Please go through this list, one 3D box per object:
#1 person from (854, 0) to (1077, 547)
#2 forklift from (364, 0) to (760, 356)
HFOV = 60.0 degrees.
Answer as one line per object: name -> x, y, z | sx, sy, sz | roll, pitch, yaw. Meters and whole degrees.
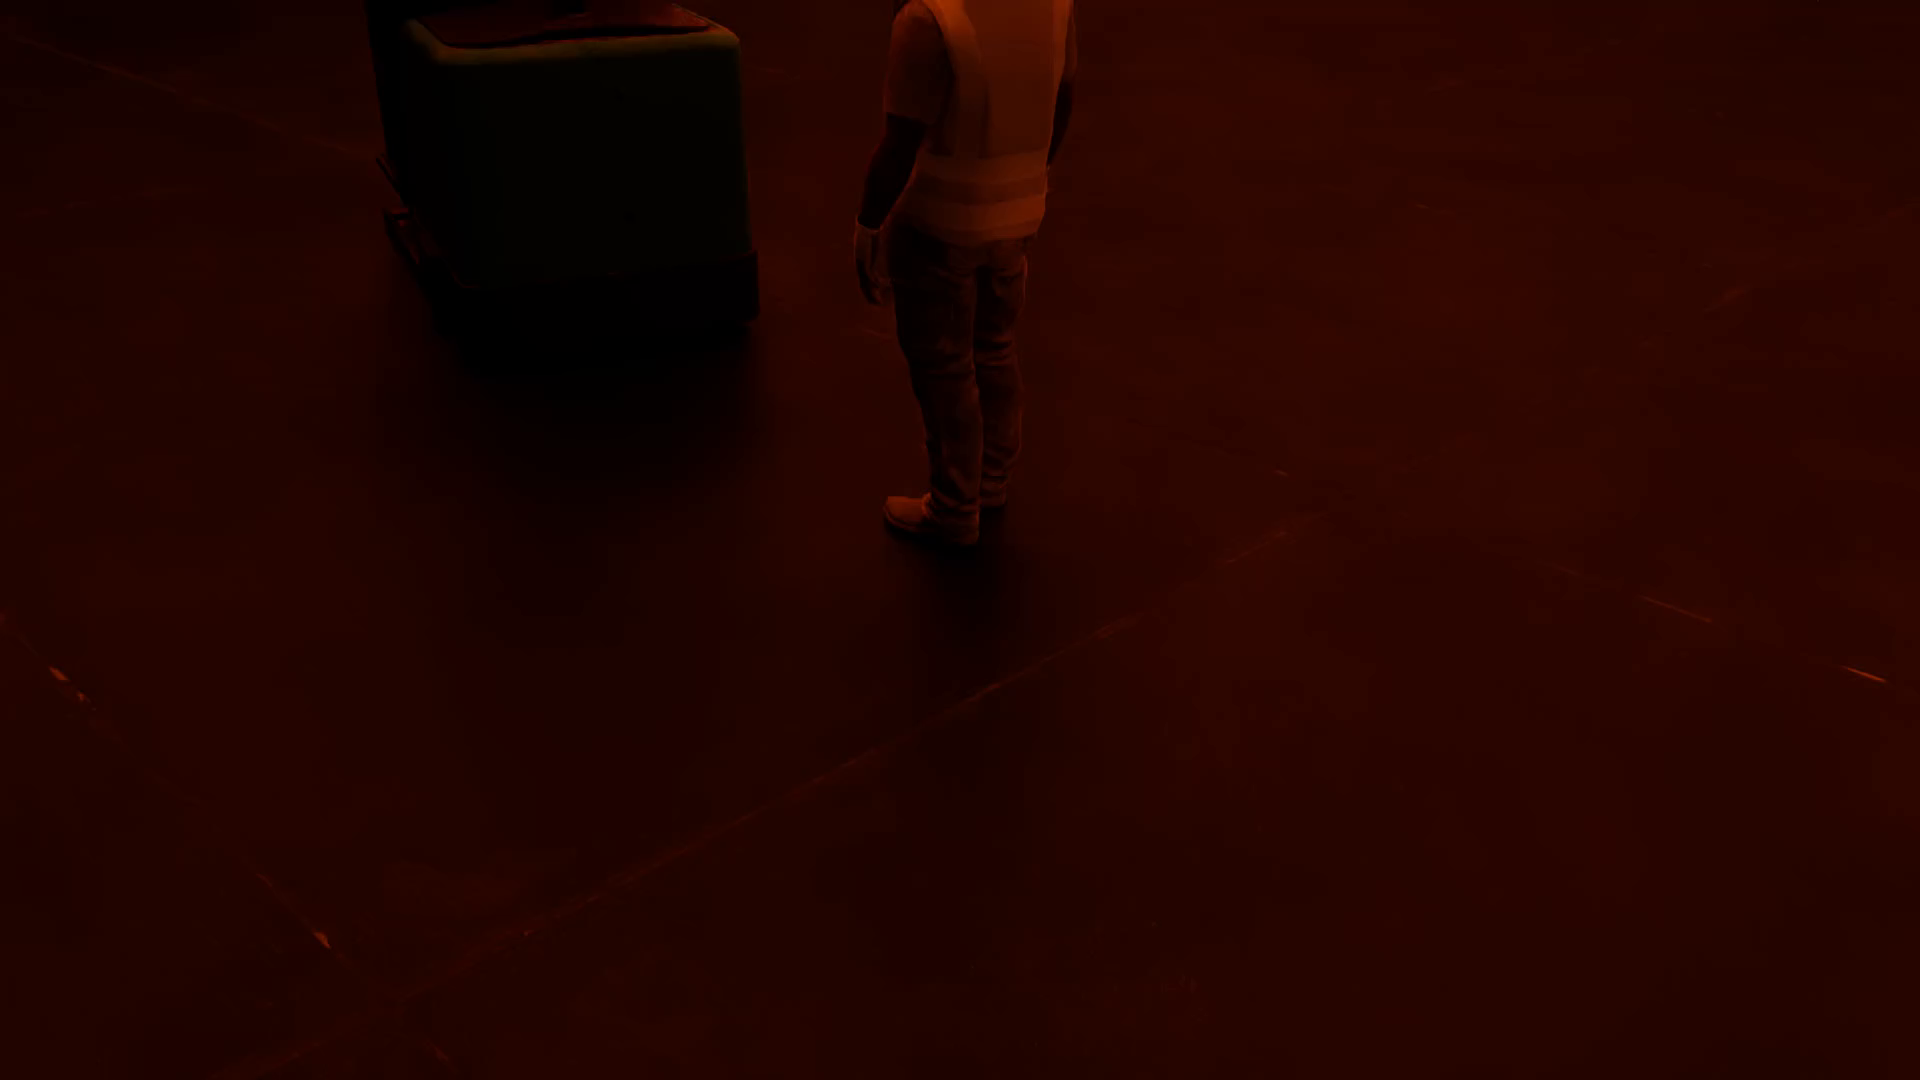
person -> -0.045, -0.830, 4.199 | 0.655, 1.777, 0.576 | -24, 35, -39
forklift -> -1.810, -2.562, 6.439 | 1.130, 2.935, 3.031 | -12, 28, -22
